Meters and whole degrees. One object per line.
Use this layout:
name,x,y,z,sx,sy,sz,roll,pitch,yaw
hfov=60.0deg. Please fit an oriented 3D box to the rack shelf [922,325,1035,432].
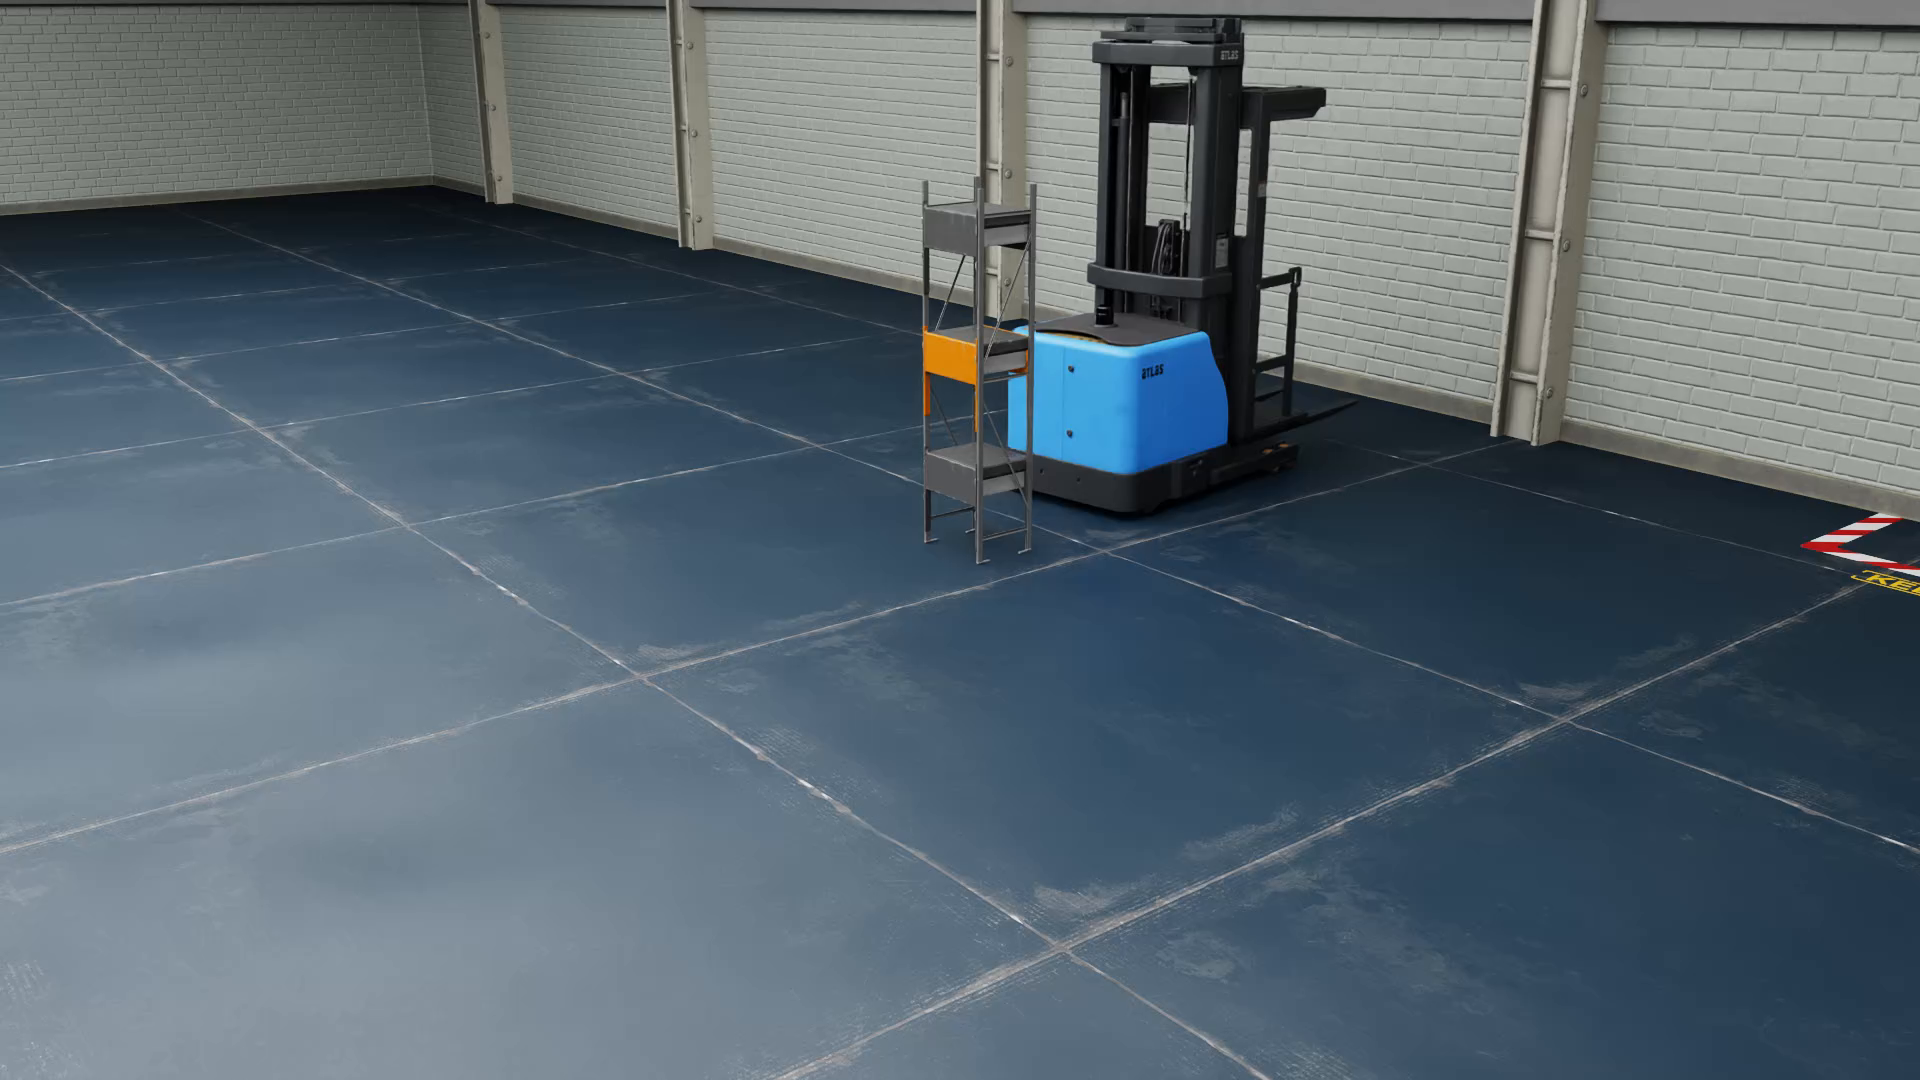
rack shelf,0.103,-0.943,9.414,0.431,0.518,0.480,-14,23,-36

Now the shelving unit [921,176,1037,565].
shelving unit,0.103,-0.956,9.409,0.431,2.100,0.503,-14,23,-36

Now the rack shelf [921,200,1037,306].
rack shelf,0.103,-1.608,9.193,0.431,0.518,0.480,-14,23,-36

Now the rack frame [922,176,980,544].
rack frame,-0.049,-1.016,9.591,0.400,2.100,0.015,-14,23,-36

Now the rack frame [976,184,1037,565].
rack frame,0.254,-0.896,9.228,0.400,2.100,0.015,-14,23,-36

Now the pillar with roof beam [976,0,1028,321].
pillar with roof beam,-2.978,-5.659,12.637,9.100,9.000,0.400,-14,23,-36

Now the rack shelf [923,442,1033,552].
rack shelf,0.103,-0.279,9.634,0.431,0.518,0.480,-14,23,-36

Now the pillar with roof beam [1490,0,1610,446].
pillar with roof beam,0.747,-4.181,8.172,9.100,9.000,0.400,-14,23,-36

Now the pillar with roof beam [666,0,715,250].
pillar with roof beam,-6.703,-7.138,17.102,9.100,9.000,0.400,-14,23,-36

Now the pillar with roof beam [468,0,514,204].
pillar with roof beam,-10.429,-8.616,21.567,9.100,9.000,0.400,-14,23,-36

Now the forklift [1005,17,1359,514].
forklift,1.667,-1.937,11.048,1.130,2.935,3.031,16,24,41
